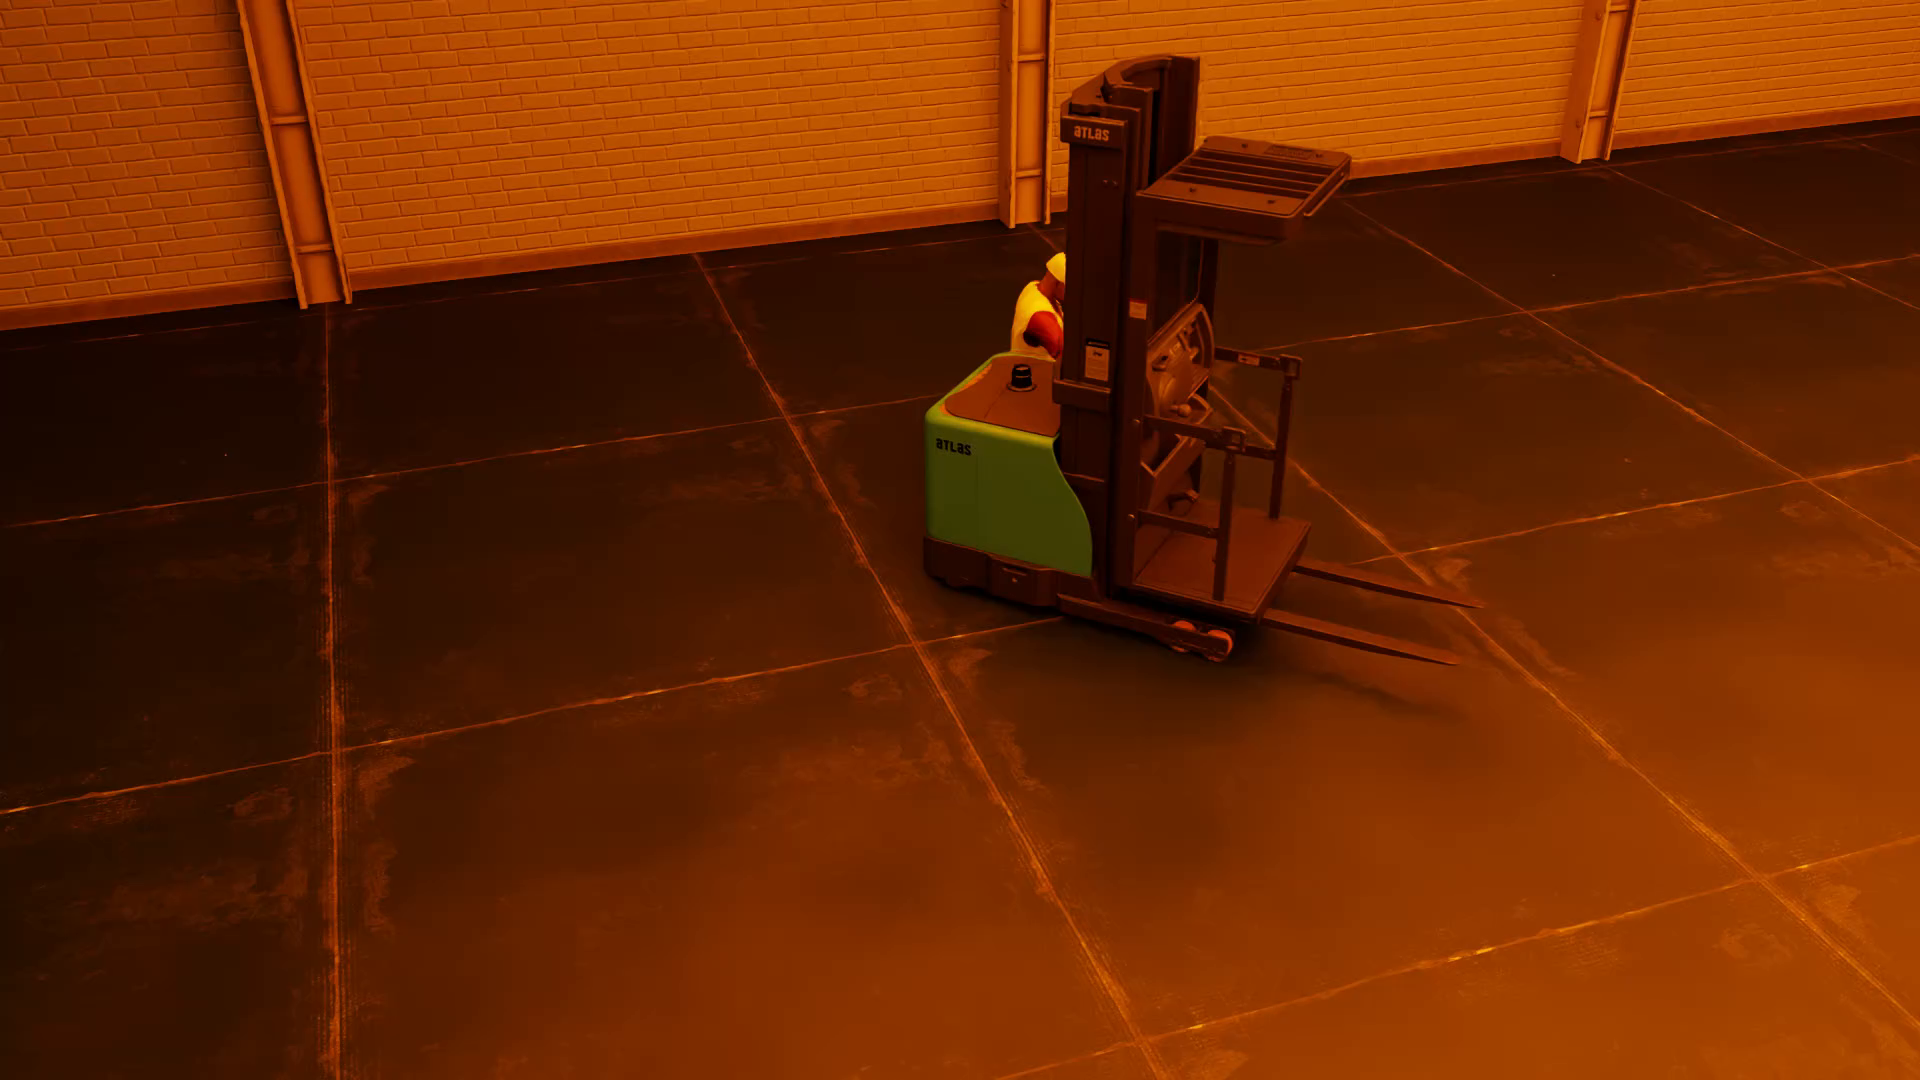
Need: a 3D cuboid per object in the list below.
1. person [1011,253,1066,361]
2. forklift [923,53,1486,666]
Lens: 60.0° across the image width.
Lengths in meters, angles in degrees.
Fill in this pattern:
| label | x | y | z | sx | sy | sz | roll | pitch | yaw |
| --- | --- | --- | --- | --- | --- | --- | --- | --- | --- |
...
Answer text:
| label | x | y | z | sx | sy | sz | roll | pitch | yaw |
| --- | --- | --- | --- | --- | --- | --- | --- | --- | --- |
| person | 0.665 | -1.051 | 10.357 | 0.704 | 1.553 | 1.155 | 2 | 30 | 3 |
| forklift | 1.343 | -0.925 | 8.695 | 3.031 | 2.935 | 1.130 | 14 | 33 | 23 |
